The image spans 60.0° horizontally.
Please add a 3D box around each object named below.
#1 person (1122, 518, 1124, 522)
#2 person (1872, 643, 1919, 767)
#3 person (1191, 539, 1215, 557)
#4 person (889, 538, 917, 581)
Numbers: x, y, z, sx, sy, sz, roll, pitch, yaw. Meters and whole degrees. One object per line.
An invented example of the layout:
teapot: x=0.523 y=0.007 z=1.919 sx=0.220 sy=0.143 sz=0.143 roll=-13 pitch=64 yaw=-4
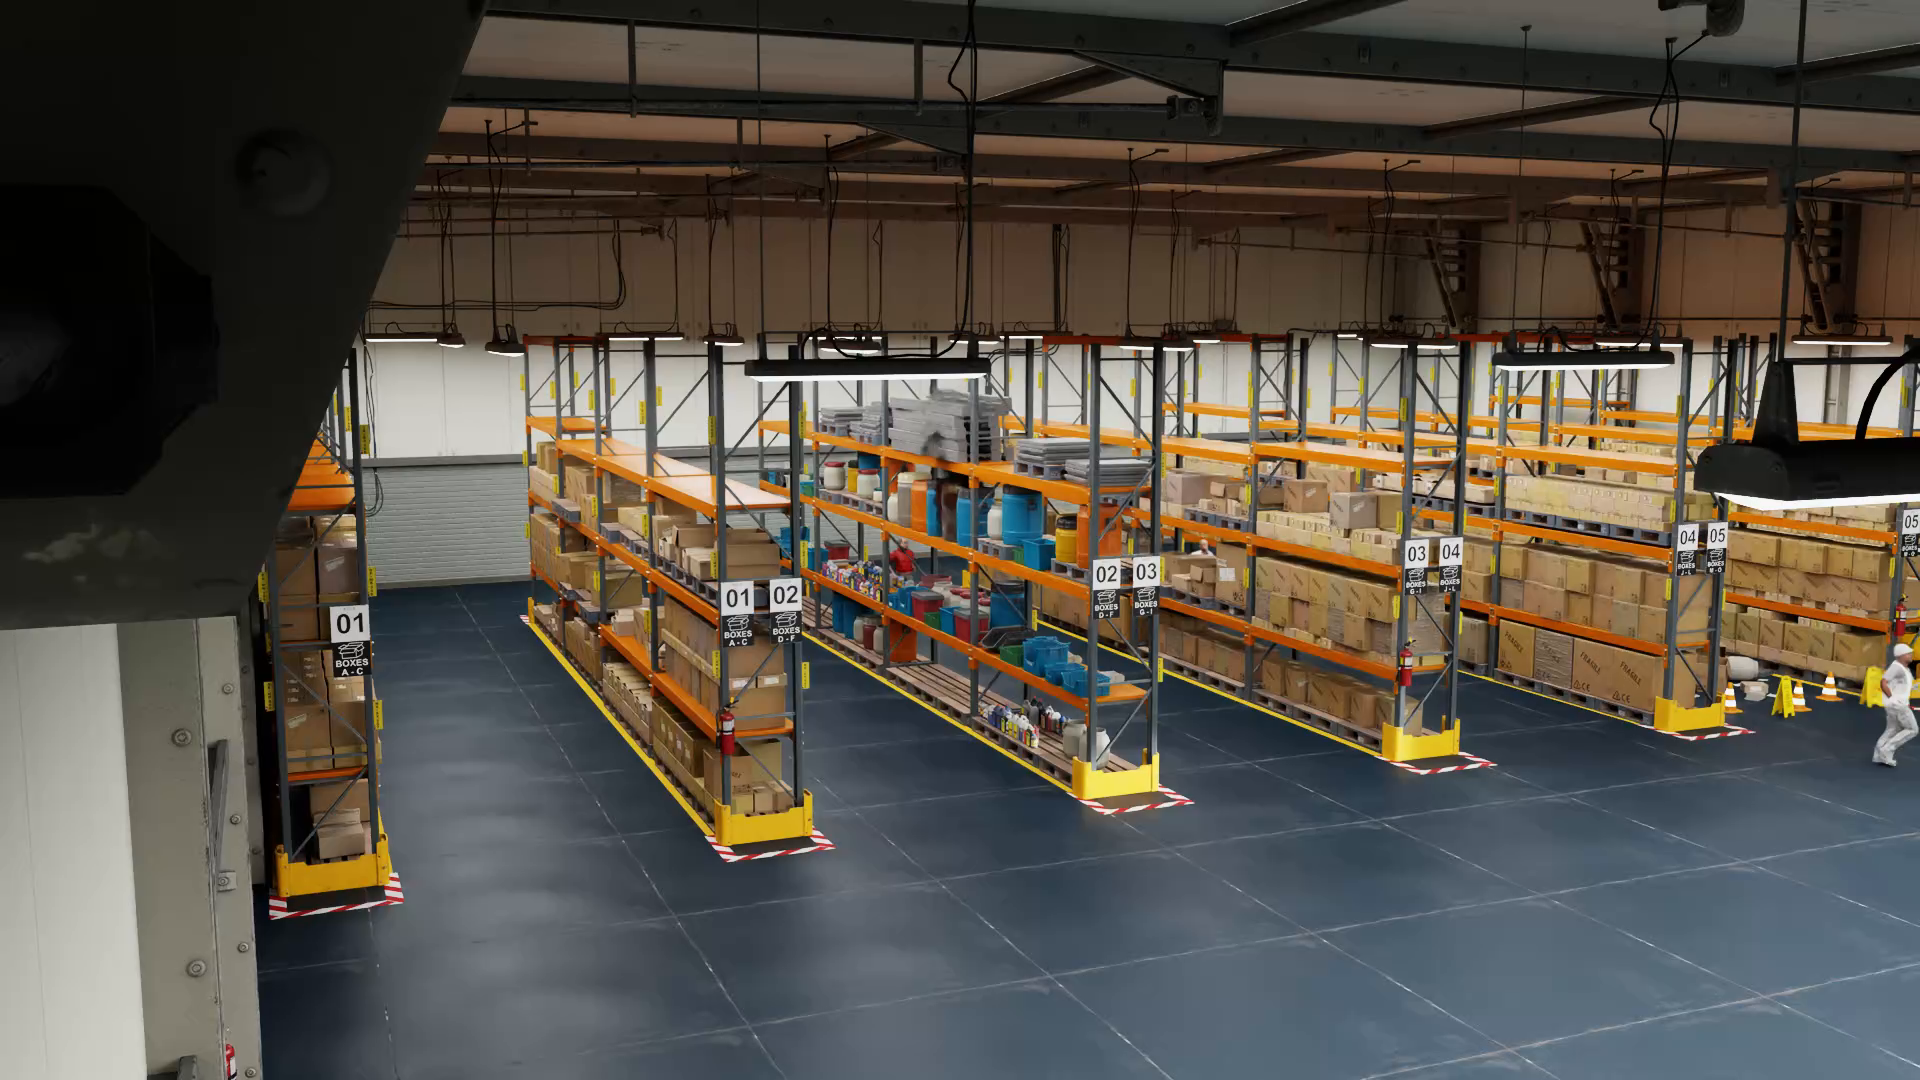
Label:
person: x=3.758 y=0.241 z=40.087 sx=0.556 sy=1.586 sz=0.628 roll=2 pitch=8 yaw=17
person: x=13.335 y=2.333 z=23.546 sx=0.637 sy=1.752 sz=0.656 roll=3 pitch=8 yaw=24
person: x=5.102 y=0.854 z=34.666 sx=0.704 sy=1.734 sz=0.653 roll=-4 pitch=9 yaw=-29
person: x=-1.178 y=0.802 z=35.385 sx=0.667 sy=1.688 sz=0.602 roll=-5 pitch=9 yaw=-36
